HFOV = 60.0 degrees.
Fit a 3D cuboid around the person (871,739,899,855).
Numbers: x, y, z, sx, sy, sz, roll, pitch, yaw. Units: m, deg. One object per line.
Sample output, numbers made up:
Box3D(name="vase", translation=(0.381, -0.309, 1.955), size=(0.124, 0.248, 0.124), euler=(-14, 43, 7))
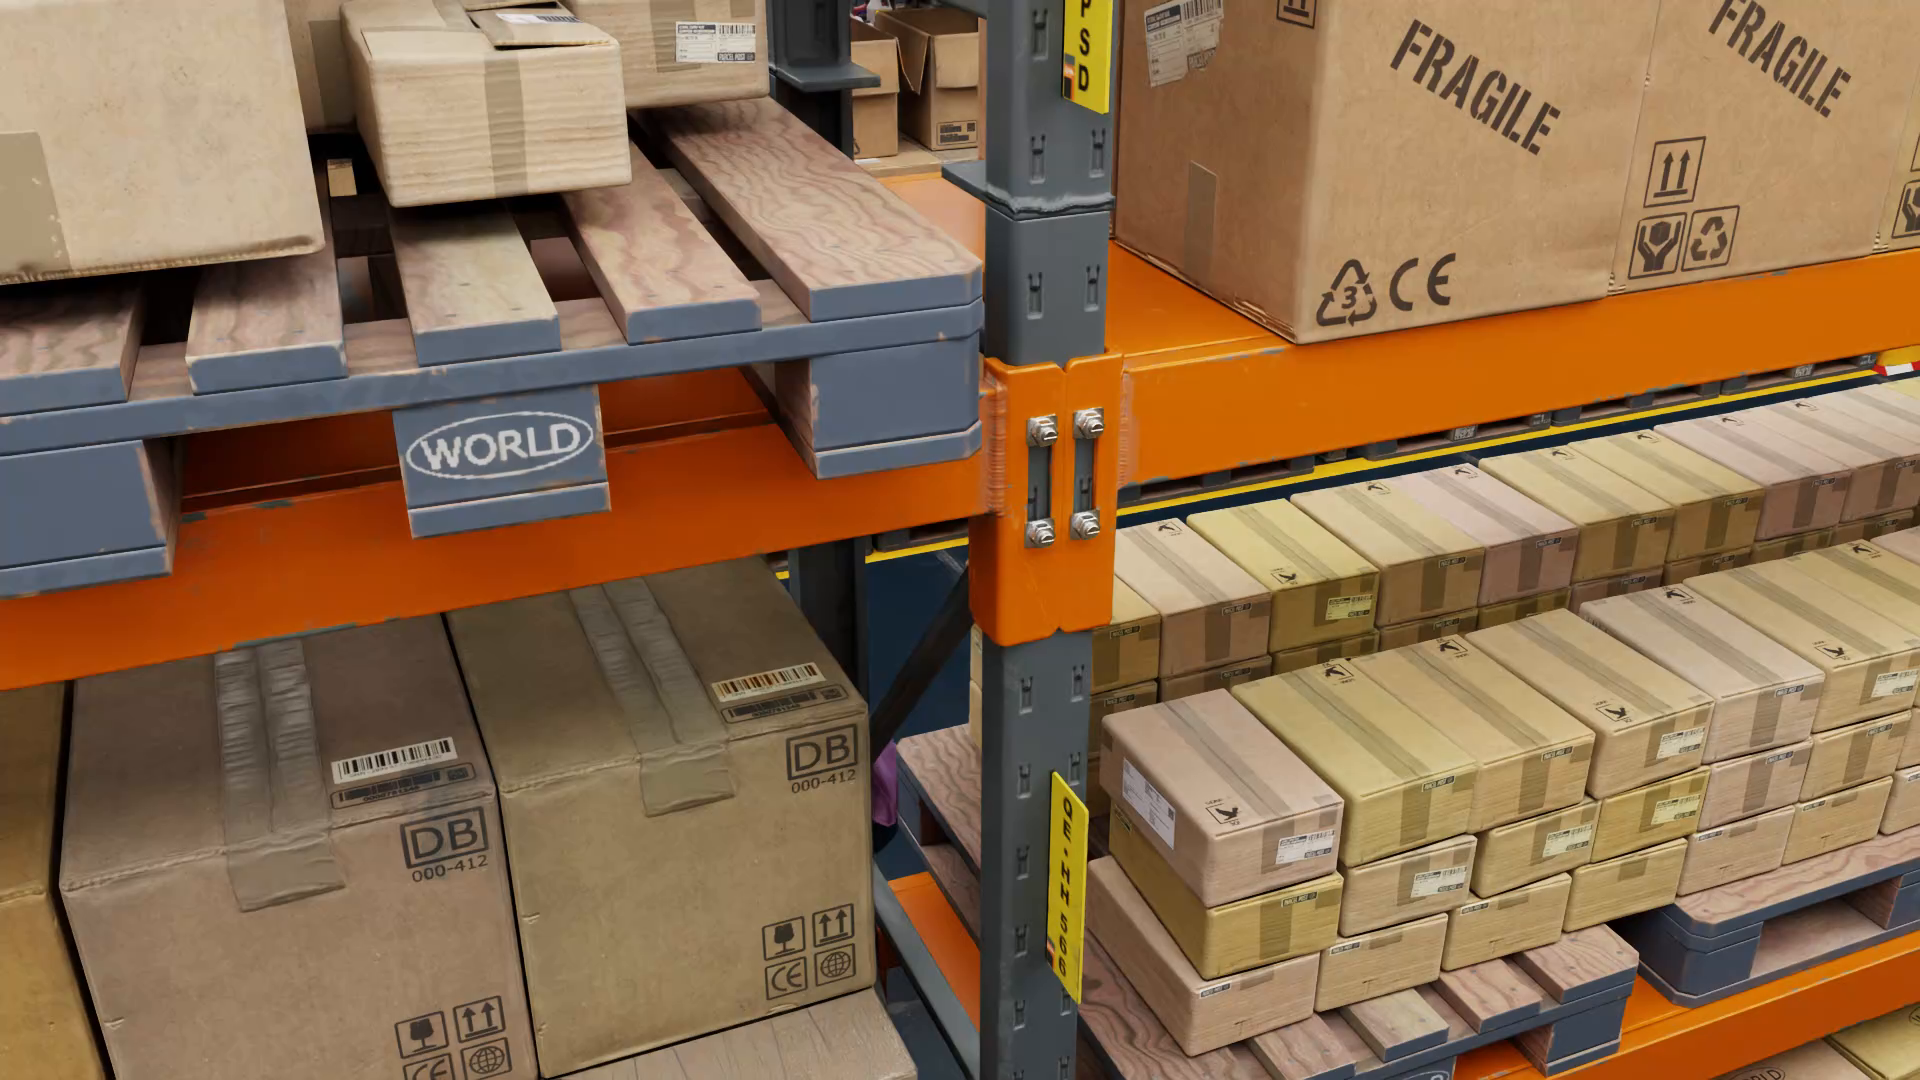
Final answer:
Box3D(name="person", translation=(-0.446, 0.817, 4.876), size=(0.685, 1.244, 0.463), euler=(-11, 28, -20))
